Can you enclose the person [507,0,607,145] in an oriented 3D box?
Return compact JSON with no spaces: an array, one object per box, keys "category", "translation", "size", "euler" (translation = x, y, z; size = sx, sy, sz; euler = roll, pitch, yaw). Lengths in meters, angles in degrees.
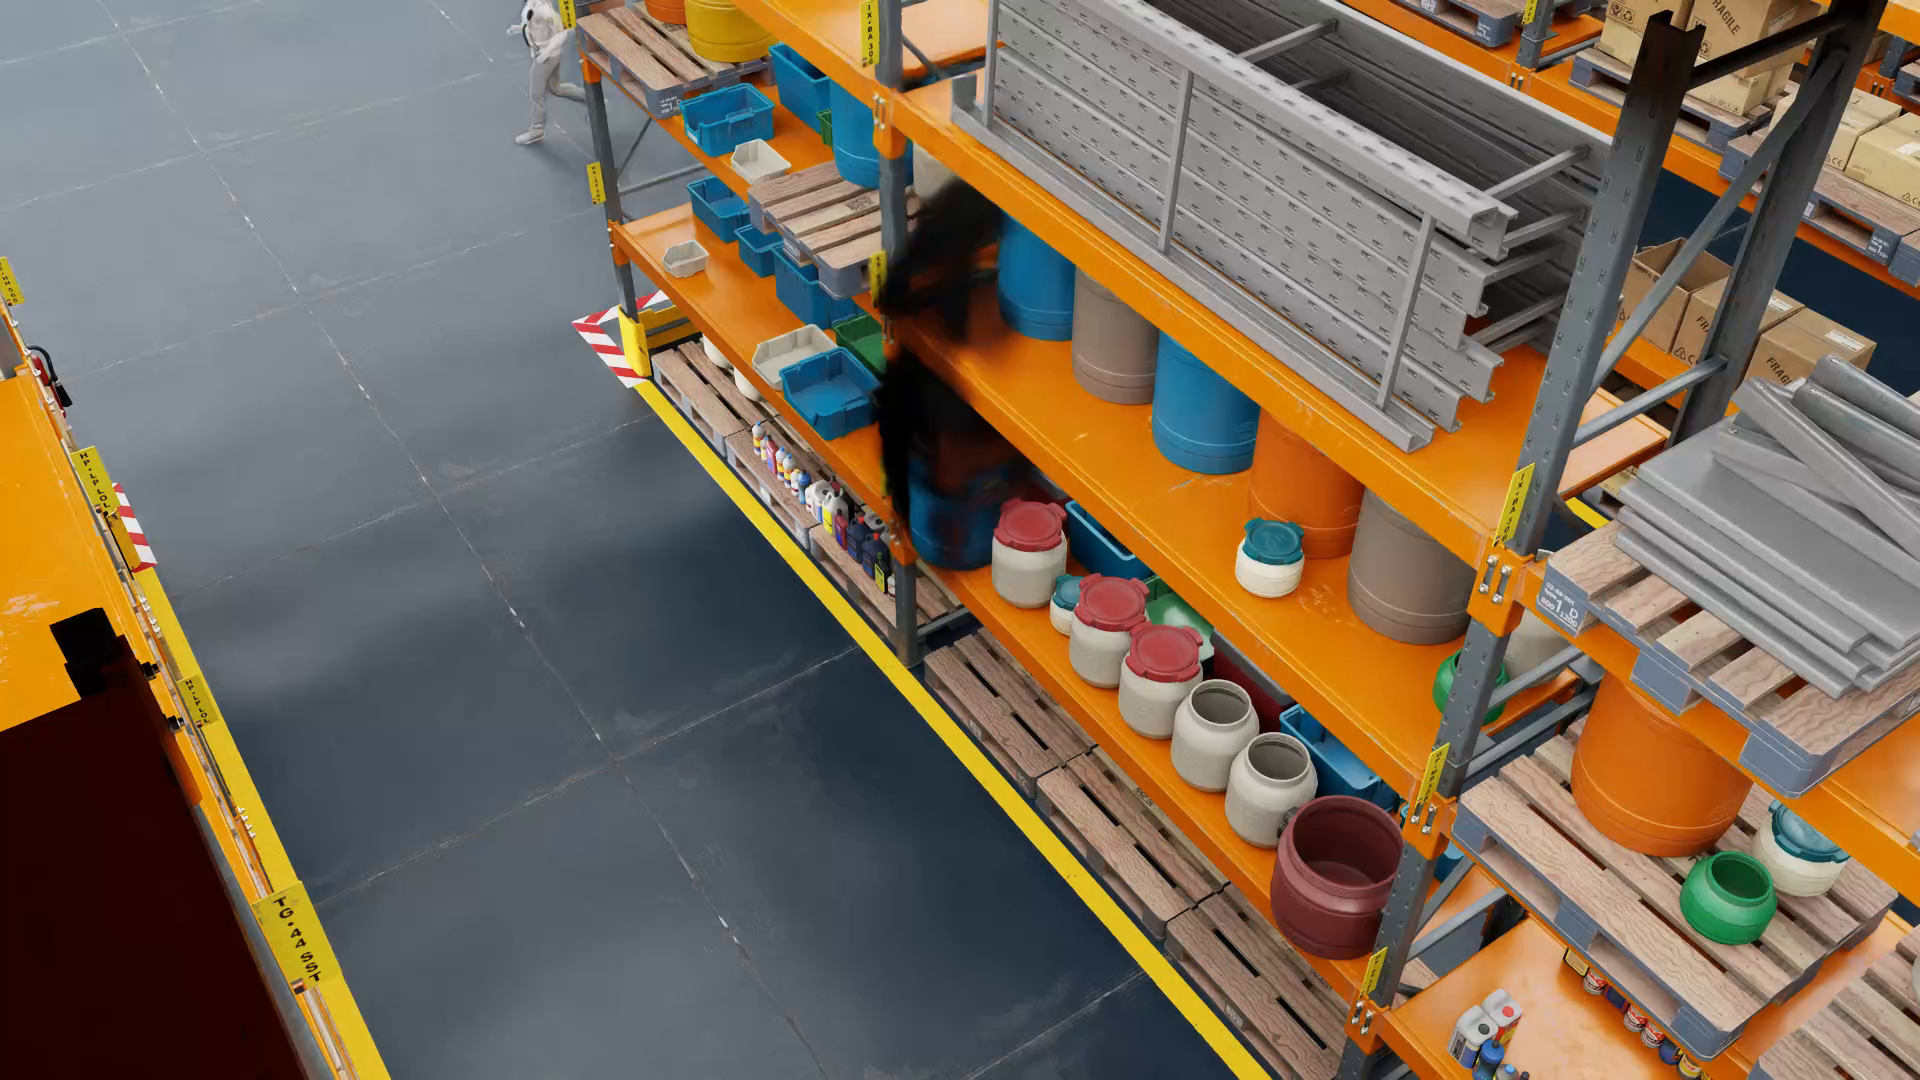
[{"category":"person","translation":[-3.797,-4.483,15.379],"size":[0.901,1.692,0.614],"euler":[-8,43,-8]}]
